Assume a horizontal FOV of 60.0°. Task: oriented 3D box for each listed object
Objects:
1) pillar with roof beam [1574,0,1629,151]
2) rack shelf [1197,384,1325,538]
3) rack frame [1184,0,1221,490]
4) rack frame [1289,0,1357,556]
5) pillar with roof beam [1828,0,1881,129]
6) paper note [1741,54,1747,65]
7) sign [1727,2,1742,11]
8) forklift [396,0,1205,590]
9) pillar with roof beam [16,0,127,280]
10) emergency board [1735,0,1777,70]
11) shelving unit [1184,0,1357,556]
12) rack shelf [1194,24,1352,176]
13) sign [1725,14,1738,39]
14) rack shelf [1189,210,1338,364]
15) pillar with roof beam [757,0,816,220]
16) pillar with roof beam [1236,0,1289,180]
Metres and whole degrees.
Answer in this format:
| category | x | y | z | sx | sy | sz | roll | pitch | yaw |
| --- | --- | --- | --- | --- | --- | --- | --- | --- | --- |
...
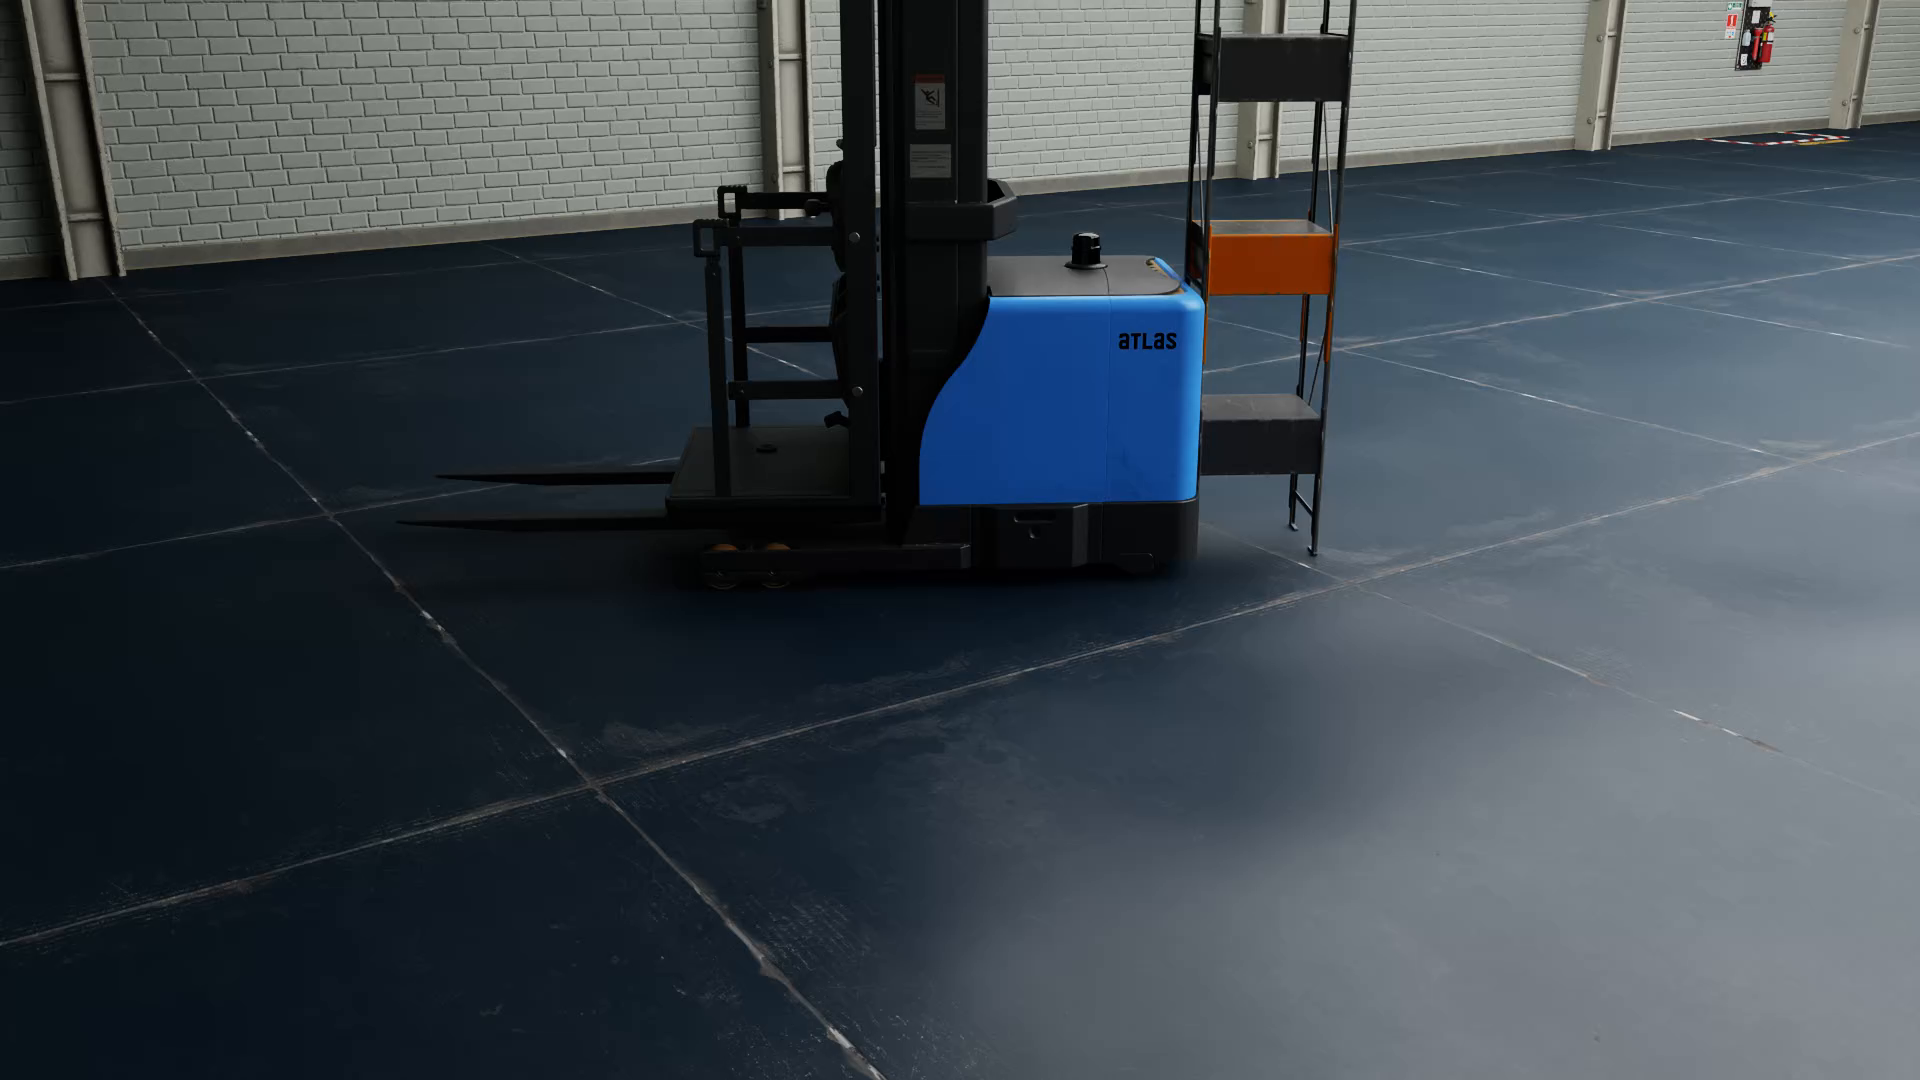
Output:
| category | x | y | z | sx | sy | sz | roll | pitch | yaw |
| --- | --- | --- | --- | --- | --- | --- | --- | --- | --- |
| pillar with roof beam | 10.769 | -8.313 | 17.283 | 0.400 | 9.000 | 9.100 | -12 | 22 | -31 |
| rack shelf | 1.147 | -0.317 | 6.631 | 0.480 | 0.518 | 0.431 | -1 | 19 | -3 |
| rack frame | 0.903 | -0.989 | 6.391 | 0.015 | 2.100 | 0.400 | -1 | 19 | -3 |
| rack frame | 1.391 | -0.997 | 6.415 | 0.015 | 2.100 | 0.400 | -1 | 19 | -3 |
| pillar with roof beam | 15.780 | -9.370 | 20.409 | 0.400 | 9.000 | 9.100 | -12 | 22 | -31 |
| paper note | 11.142 | -6.824 | 23.622 | 0.142 | 0.148 | 0.016 | -12 | 22 | -31 |
| sign | 10.818 | -7.451 | 23.217 | 0.331 | 0.109 | 0.001 | -12 | 22 | -31 |
| forklift | -0.630 | -1.378 | 6.245 | 3.031 | 2.935 | 1.130 | -1 | 19 | -3 |
| pillar with roof beam | -4.264 | -5.142 | 7.905 | 0.400 | 9.000 | 9.100 | -12 | 22 | -31 |
| emergency board | 11.328 | -7.254 | 23.518 | 0.643 | 1.169 | 0.194 | -12 | 22 | -31 |
| shelving unit | 1.147 | -0.993 | 6.403 | 0.503 | 2.100 | 0.431 | -1 | 19 | -3 |
| rack shelf | 1.147 | -1.643 | 6.183 | 0.480 | 0.518 | 0.431 | -1 | 19 | -3 |
| sign | 10.809 | -7.201 | 23.306 | 0.234 | 0.329 | 0.001 | -12 | 22 | -31 |
| rack shelf | 1.147 | -0.980 | 6.407 | 0.480 | 0.518 | 0.431 | -1 | 19 | -3 |
| pillar with roof beam | 0.747 | -6.199 | 11.031 | 0.400 | 9.000 | 9.100 | -12 | 22 | -31 |
| pillar with roof beam | 5.758 | -7.256 | 14.157 | 0.400 | 9.000 | 9.100 | -12 | 22 | -31 |
